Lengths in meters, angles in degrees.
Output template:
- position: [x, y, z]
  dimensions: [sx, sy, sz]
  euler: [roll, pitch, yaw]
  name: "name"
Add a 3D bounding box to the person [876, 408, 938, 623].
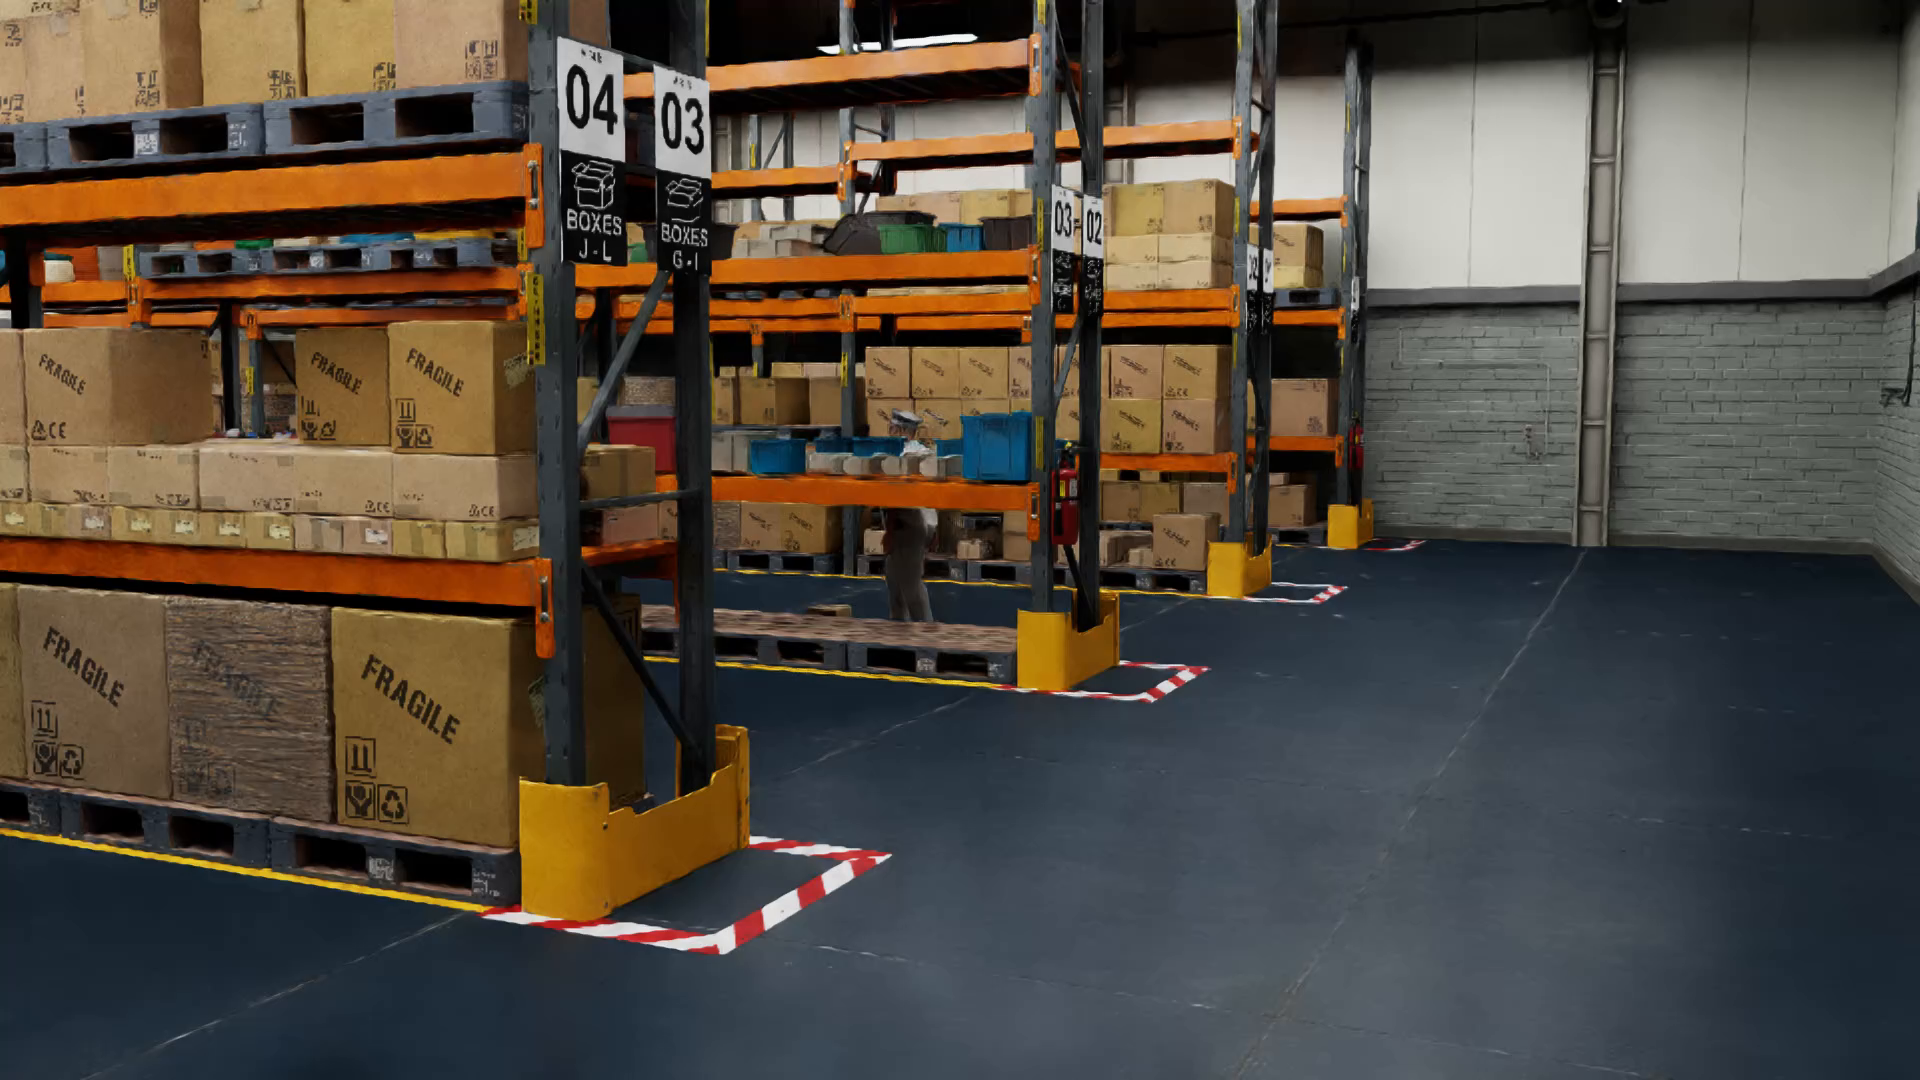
- position: [-0.447, -0.091, 12.299]
  dimensions: [0.612, 1.770, 0.536]
  euler: [2, 6, 22]
  name: "person"
